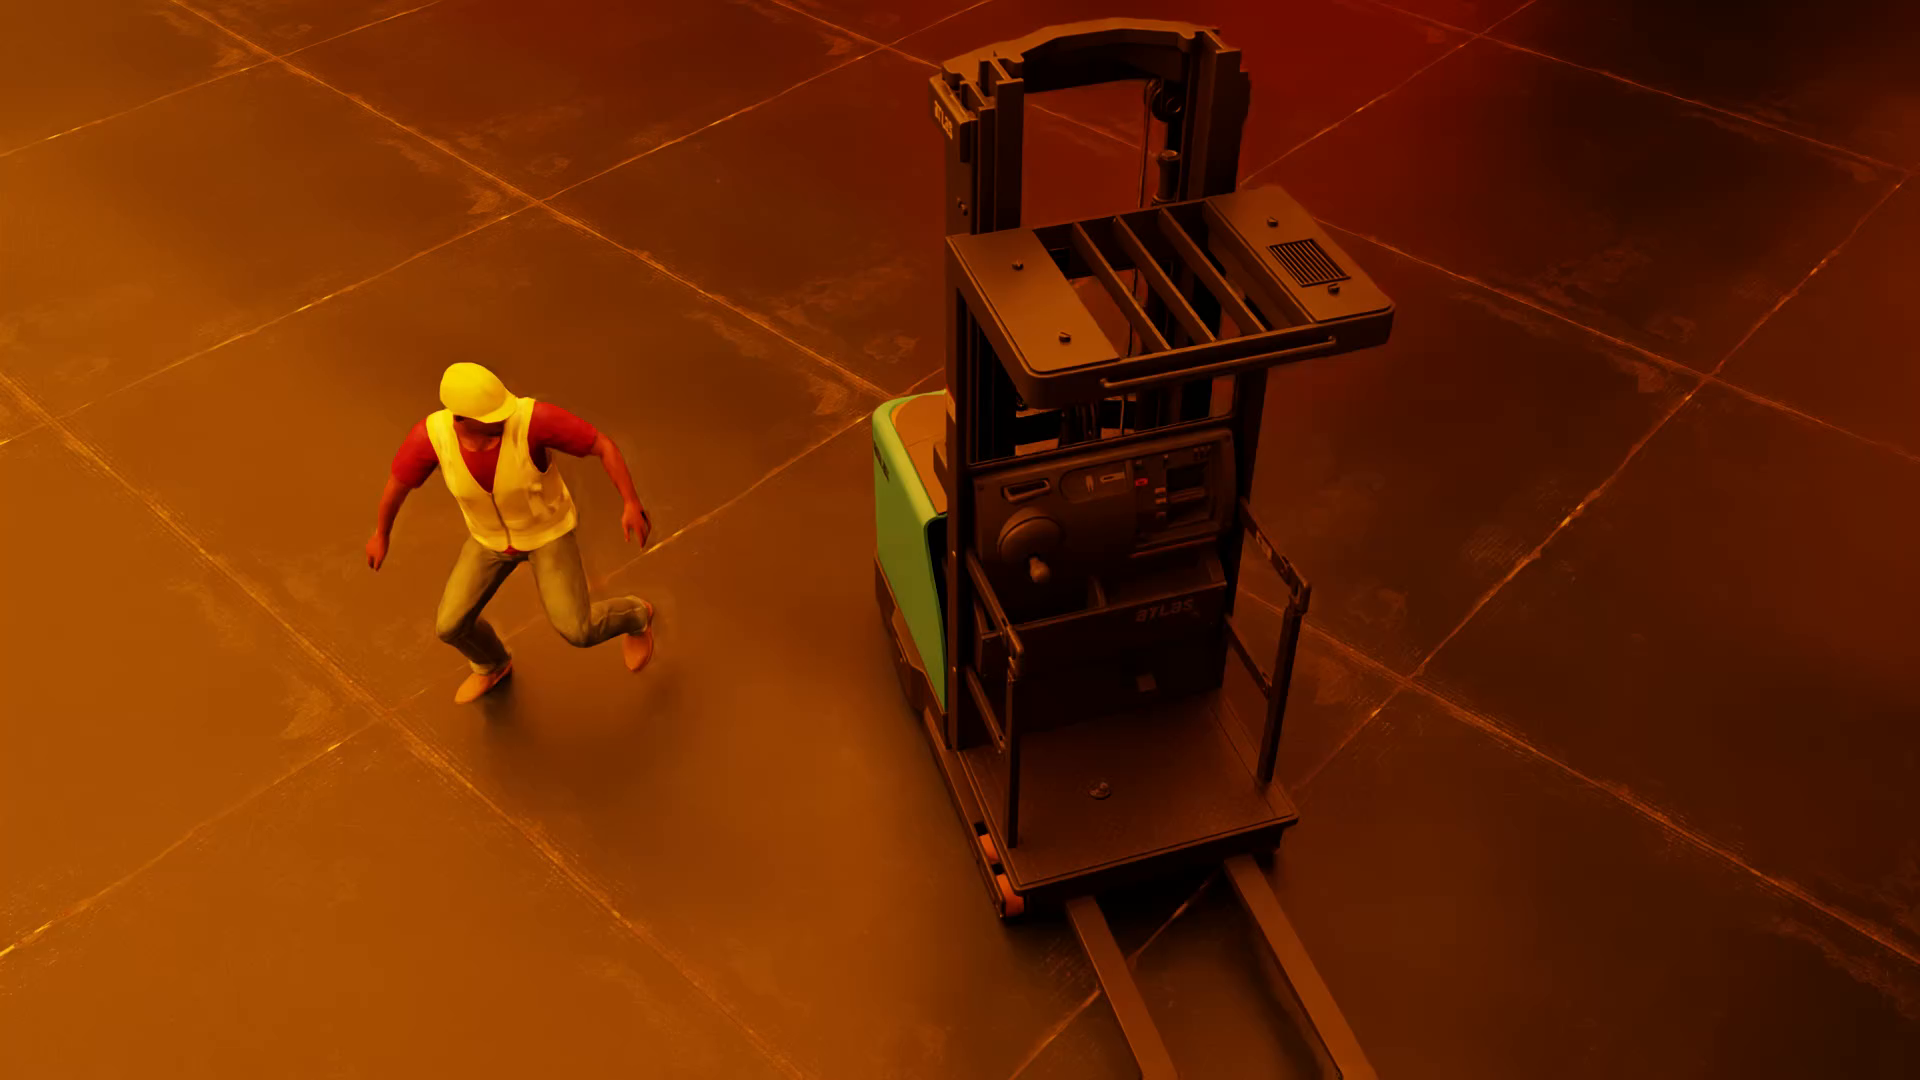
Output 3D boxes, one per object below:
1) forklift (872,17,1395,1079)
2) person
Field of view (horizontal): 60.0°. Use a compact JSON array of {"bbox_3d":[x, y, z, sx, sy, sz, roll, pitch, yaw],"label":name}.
[{"bbox_3d":[0.565,-0.034,5.467,1.130,2.935,3.031,-12,42,-13],"label":"forklift"},{"bbox_3d":[-1.772,-0.020,6.487,1.127,1.641,0.503,4,41,5],"label":"person"}]
